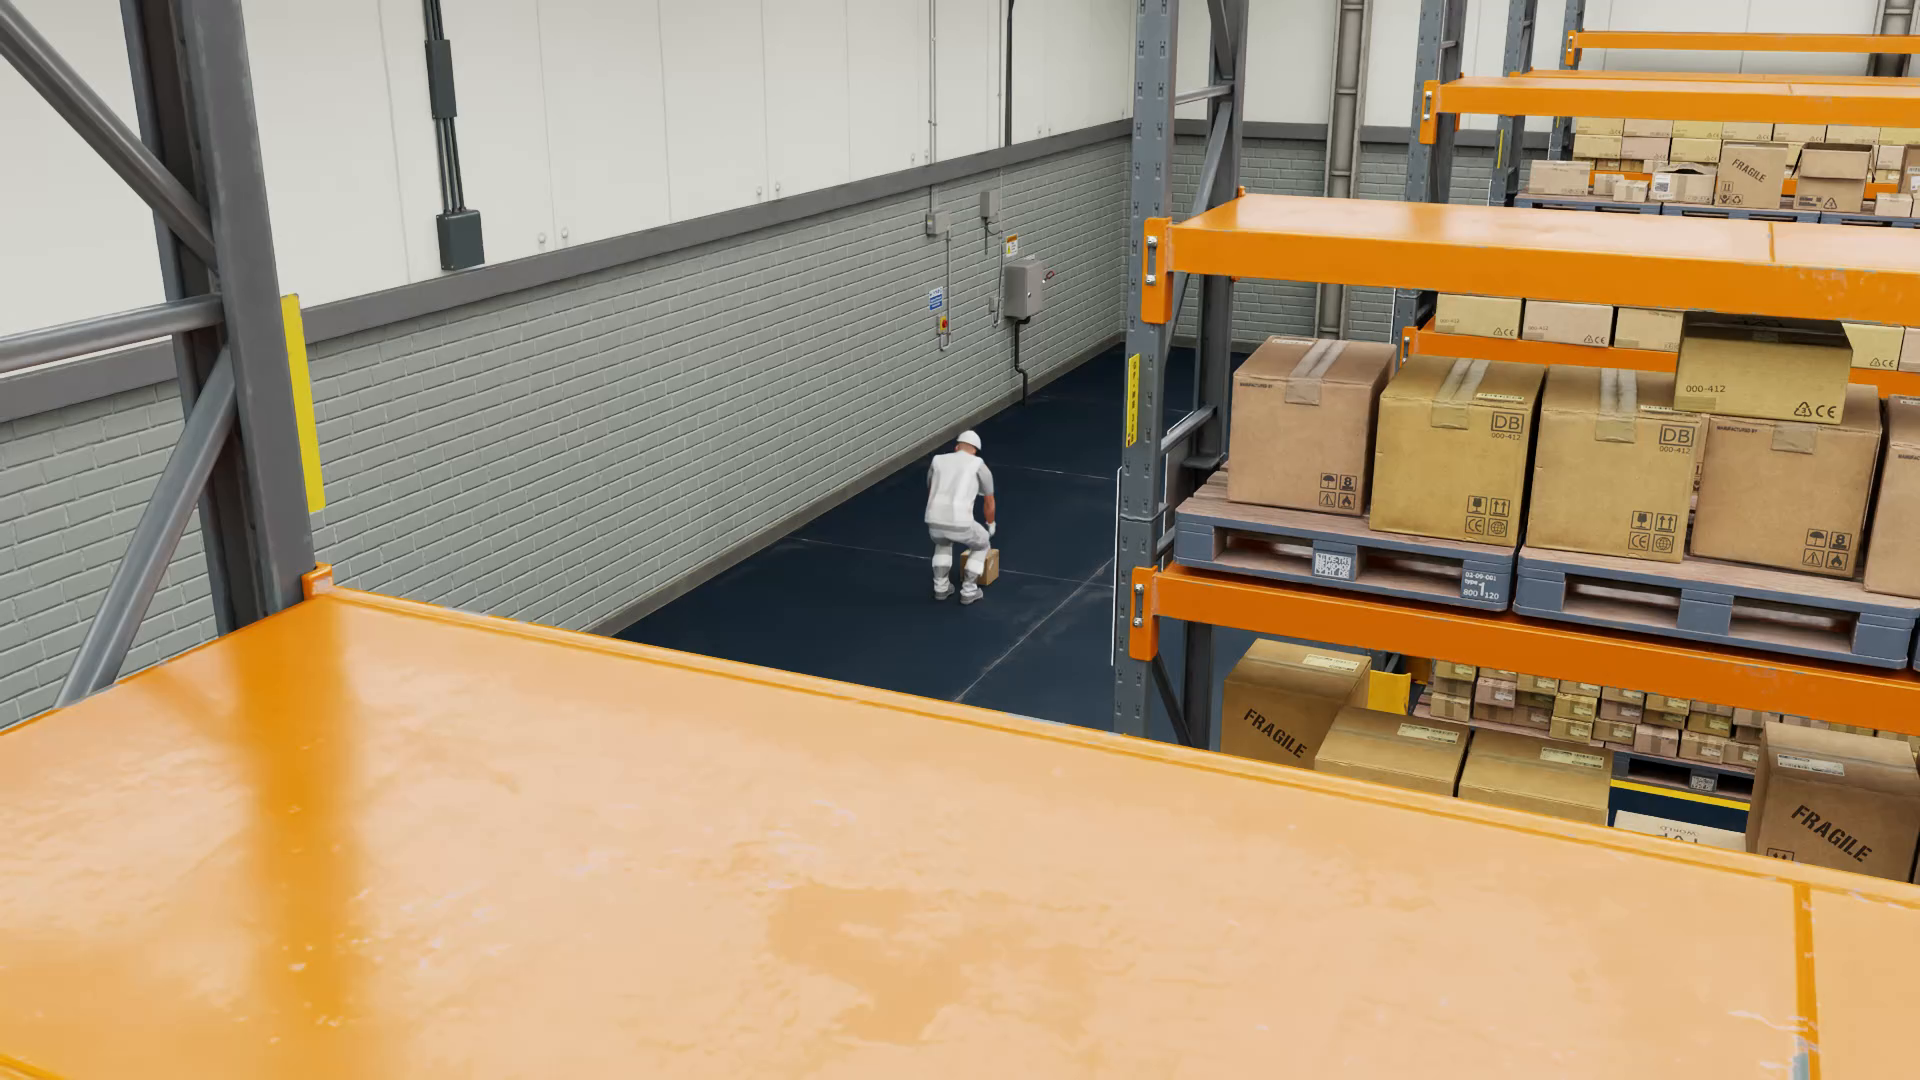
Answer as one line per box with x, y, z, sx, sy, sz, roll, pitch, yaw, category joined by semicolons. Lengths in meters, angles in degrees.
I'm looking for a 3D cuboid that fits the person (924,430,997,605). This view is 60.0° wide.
-0.032;-0.187;13.752;0.584;1.351;0.795;8;21;23;person
